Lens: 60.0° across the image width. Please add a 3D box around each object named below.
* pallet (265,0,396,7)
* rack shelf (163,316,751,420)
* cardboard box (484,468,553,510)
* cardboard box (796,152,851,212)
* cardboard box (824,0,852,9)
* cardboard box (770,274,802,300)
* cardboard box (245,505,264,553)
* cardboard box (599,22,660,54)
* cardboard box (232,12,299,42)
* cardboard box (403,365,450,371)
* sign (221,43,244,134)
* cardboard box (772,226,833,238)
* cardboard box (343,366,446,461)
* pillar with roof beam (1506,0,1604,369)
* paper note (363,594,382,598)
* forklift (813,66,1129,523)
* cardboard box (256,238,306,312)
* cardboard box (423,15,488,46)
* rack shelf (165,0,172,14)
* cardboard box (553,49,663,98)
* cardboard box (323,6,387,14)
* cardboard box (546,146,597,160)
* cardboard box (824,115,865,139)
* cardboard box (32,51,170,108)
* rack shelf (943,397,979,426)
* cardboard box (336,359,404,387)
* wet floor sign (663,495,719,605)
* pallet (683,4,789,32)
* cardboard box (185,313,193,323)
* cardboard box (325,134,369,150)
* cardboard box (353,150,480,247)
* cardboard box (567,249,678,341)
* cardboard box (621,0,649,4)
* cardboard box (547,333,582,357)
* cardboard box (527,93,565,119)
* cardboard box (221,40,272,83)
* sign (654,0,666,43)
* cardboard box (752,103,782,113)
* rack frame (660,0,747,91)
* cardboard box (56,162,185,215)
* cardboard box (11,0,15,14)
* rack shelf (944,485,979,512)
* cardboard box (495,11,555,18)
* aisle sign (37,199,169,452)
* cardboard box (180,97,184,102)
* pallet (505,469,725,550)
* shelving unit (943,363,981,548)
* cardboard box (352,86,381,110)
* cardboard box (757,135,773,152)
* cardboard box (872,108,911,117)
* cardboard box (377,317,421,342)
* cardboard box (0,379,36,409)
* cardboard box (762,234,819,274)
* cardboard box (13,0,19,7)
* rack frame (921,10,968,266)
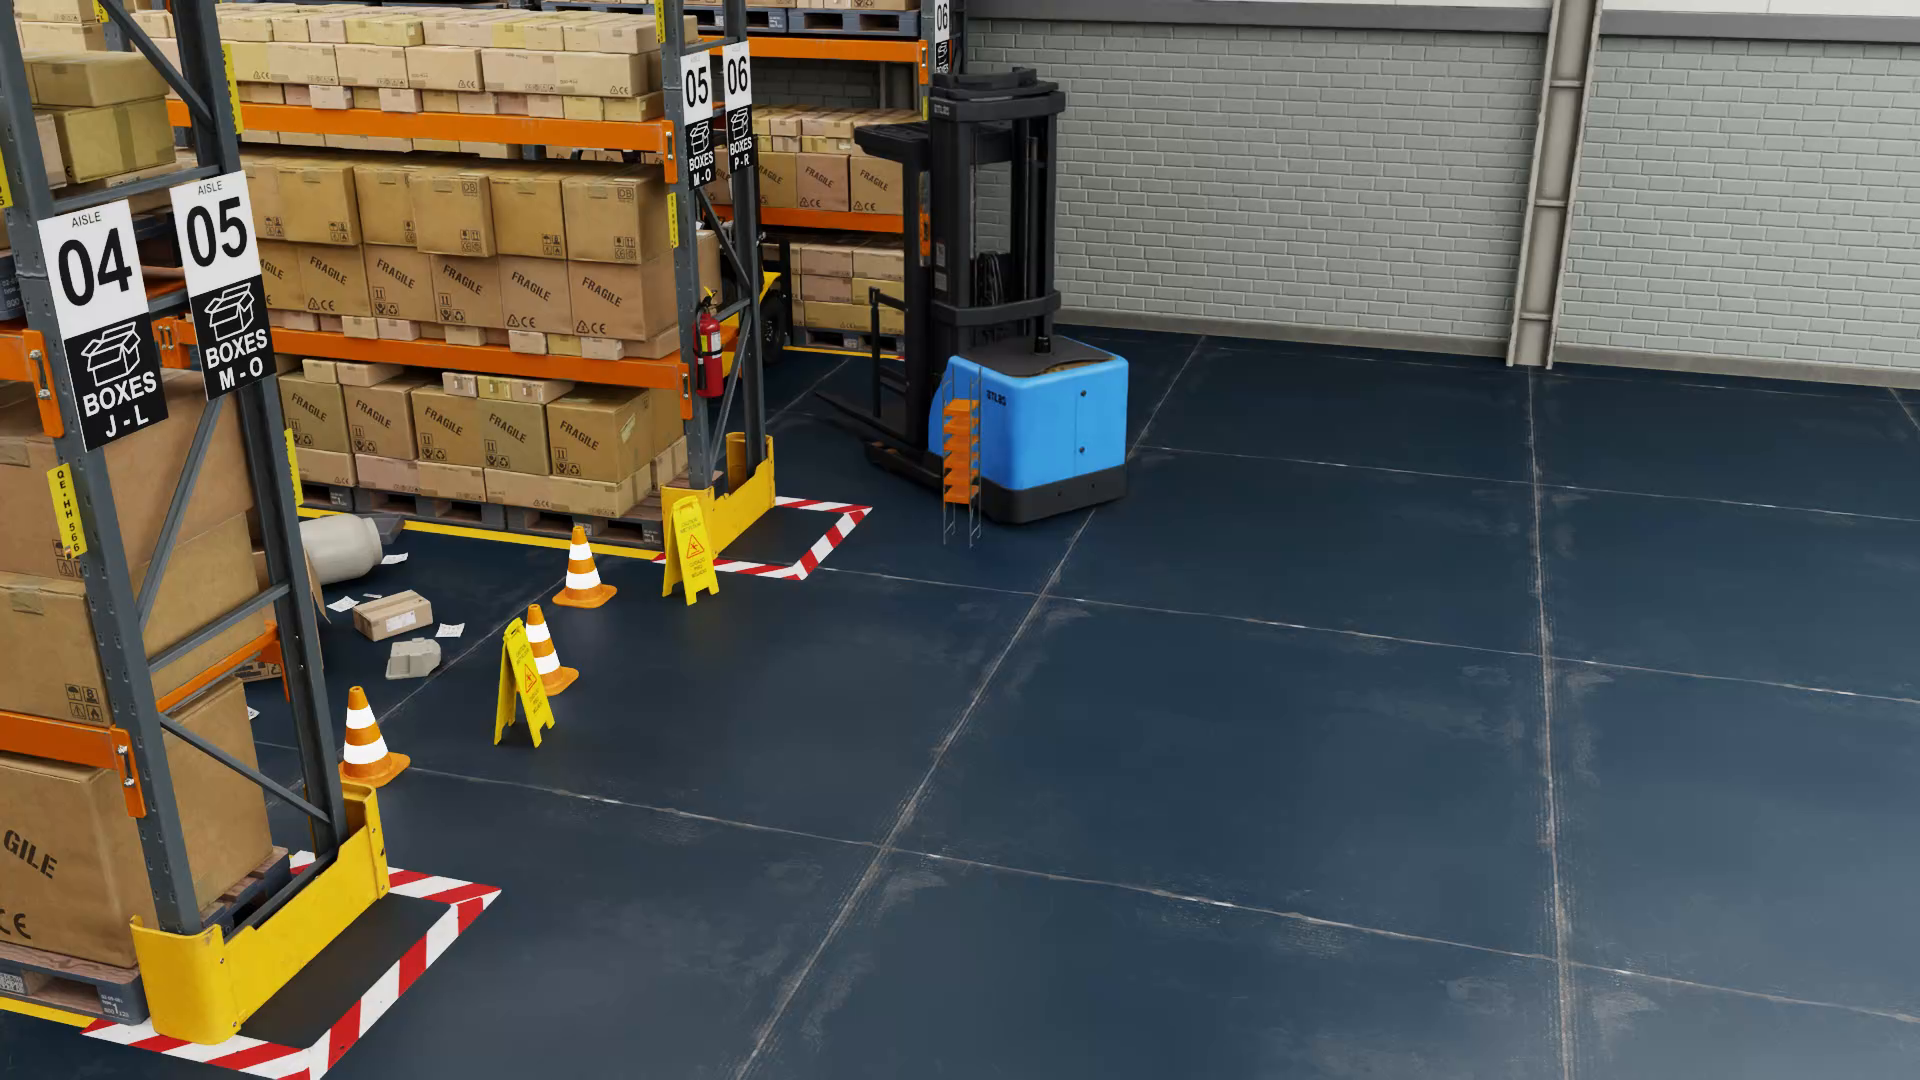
[{"bbox_3d":[-6.045,-5.275,16.474,1.213,0.211,1.003,8,24,18],"label":"pallet"},{"bbox_3d":[-3.478,-1.344,11.542,4.000,0.370,1.077,7,23,16],"label":"rack shelf"},{"bbox_3d":[-2.909,-0.430,11.436,0.500,0.250,0.500,7,23,16],"label":"cardboard box"},{"bbox_3d":[-1.174,-3.326,15.295,0.500,0.500,0.500,7,23,17],"label":"cardboard box"},{"bbox_3d":[-1.014,-4.754,14.600,0.250,0.149,0.380,6,23,14],"label":"cardboard box"},{"bbox_3d":[-1.667,-2.462,15.732,0.500,0.250,0.500,6,23,14],"label":"cardboard box"},{"bbox_3d":[-4.760,-0.129,10.922,0.500,0.500,0.500,-14,26,-30],"label":"cardboard box"},{"bbox_3d":[-1.972,-3.028,10.027,0.250,0.149,0.380,7,23,16],"label":"cardboard box"},{"bbox_3d":[-4.434,-3.295,10.677,0.250,0.149,0.380,6,23,15],"label":"cardboard box"},{"bbox_3d":[-3.773,-1.087,12.049,0.500,0.500,0.500,8,24,18],"label":"cardboard box"},{"bbox_3d":[-2.730,-1.678,6.199,0.005,0.325,0.100,7,23,16],"label":"sign"},{"bbox_3d":[-1.494,-2.880,16.090,0.500,0.250,0.500,6,23,15],"label":"cardboard box"},{"bbox_3d":[-3.894,-0.890,11.570,0.500,0.500,0.500,8,24,18],"label":"cardboard box"},{"bbox_3d":[3.961,-4.219,9.697,0.400,9.000,9.100,7,23,16],"label":"pillar with roof beam"},{"bbox_3d":[-3.676,0.350,10.404,0.123,0.001,0.032,7,23,16],"label":"paper note"},{"bbox_3d":[-0.069,-1.972,12.215,1.130,2.935,3.031,-15,27,-32],"label":"forklift"},{"bbox_3d":[-4.565,-1.884,11.386,0.500,0.500,0.500,6,23,15],"label":"cardboard box"},{"bbox_3d":[-3.161,-3.205,10.460,0.250,0.149,0.380,6,23,14],"label":"cardboard box"},{"bbox_3d":[-4.811,-2.125,6.067,4.000,0.370,1.077,7,23,16],"label":"rack shelf"},{"bbox_3d":[-2.131,-2.872,10.171,0.500,0.250,0.500,6,23,15],"label":"cardboard box"},{"bbox_3d":[-4.024,-3.472,11.111,0.250,0.149,0.380,6,23,14],"label":"cardboard box"},{"bbox_3d":[-3.613,-3.603,15.968,0.500,0.500,0.500,6,23,14],"label":"cardboard box"},{"bbox_3d":[-1.040,-3.743,15.063,0.250,0.149,0.380,7,23,17],"label":"cardboard box"},{"bbox_3d":[-3.124,-1.681,6.059,0.250,0.149,0.380,7,23,16],"label":"cardboard box"},{"bbox_3d":[0.014,-0.845,10.919,0.180,0.103,0.258,7,23,16],"label":"rack shelf"},{"bbox_3d":[-4.052,-1.183,11.428,0.250,0.149,0.380,8,24,19],"label":"cardboard box"},{"bbox_3d":[-1.690,0.041,10.319,0.232,0.644,0.267,16,27,34],"label":"wet floor sign"},{"bbox_3d":[-1.974,-4.828,15.252,1.213,0.211,1.003,7,23,16],"label":"pallet"},{"bbox_3d":[-5.184,-1.629,11.619,0.250,0.149,0.380,6,23,15],"label":"cardboard box"},{"bbox_3d":[-5.967,-3.997,16.600,0.500,0.250,0.500,7,23,16],"label":"cardboard box"},{"bbox_3d":[-3.553,-2.262,10.992,0.500,0.500,0.700,6,23,15],"label":"cardboard box"},{"bbox_3d":[-2.162,-1.601,10.696,0.500,0.500,0.500,6,23,15],"label":"cardboard box"},{"bbox_3d":[-2.885,-4.968,15.123,0.250,0.149,0.380,7,23,17],"label":"cardboard box"},{"bbox_3d":[-2.497,-1.328,10.886,0.250,0.149,0.380,6,23,15],"label":"cardboard box"},{"bbox_3d":[-2.478,-2.723,10.335,0.250,0.149,0.380,7,23,17],"label":"cardboard box"},{"bbox_3d":[-4.554,-3.151,10.853,0.500,0.250,0.500,6,23,15],"label":"cardboard box"},{"bbox_3d":[-1.743,-3.055,9.647,0.005,0.325,0.100,7,23,16],"label":"sign"},{"bbox_3d":[-1.865,-4.040,15.787,0.250,0.149,0.380,7,23,16],"label":"cardboard box"},{"bbox_3d":[-1.563,-4.233,9.732,0.127,3.000,1.000,7,23,16],"label":"rack frame"},{"bbox_3d":[-3.132,-1.314,6.214,0.250,0.149,0.380,7,23,16],"label":"cardboard box"},{"bbox_3d":[-6.968,-3.761,11.519,0.500,0.250,0.500,7,23,16],"label":"cardboard box"},{"bbox_3d":[0.014,-0.290,11.146,0.180,0.103,0.258,7,23,16],"label":"rack shelf"},{"bbox_3d":[-2.796,-3.330,10.762,0.250,0.149,0.380,6,23,15],"label":"cardboard box"},{"bbox_3d":[-2.915,-0.734,5.681,0.004,0.787,0.394,7,23,16],"label":"aisle sign"},{"bbox_3d":[-4.931,-2.994,10.996,0.250,0.149,0.380,7,23,16],"label":"cardboard box"},{"bbox_3d":[-2.404,-0.278,11.668,1.213,0.211,1.003,7,23,16],"label":"pallet"},{"bbox_3d":[0.014,-0.554,11.038,0.189,1.200,0.258,7,23,16],"label":"shelving unit"},{"bbox_3d":[-3.687,-2.875,10.704,0.250,0.149,0.380,7,23,16],"label":"cardboard box"},{"bbox_3d":[-1.781,-3.676,15.292,0.250,0.149,0.380,7,23,16],"label":"cardboard box"},{"bbox_3d":[-0.629,-3.912,15.475,0.250,0.149,0.380,7,23,17],"label":"cardboard box"},{"bbox_3d":[-3.713,-1.468,11.226,0.250,0.149,0.380,6,23,15],"label":"cardboard box"},{"bbox_3d":[-3.794,-0.298,6.424,0.550,0.550,0.875,7,23,16],"label":"cardboard box"},{"bbox_3d":[-1.641,-2.689,15.625,0.500,0.250,0.500,7,23,16],"label":"cardboard box"},{"bbox_3d":[-9.314,-5.534,17.055,0.500,0.250,0.500,7,23,16],"label":"cardboard box"},{"bbox_3d":[-0.133,-3.261,15.268,0.127,3.000,1.000,7,23,16],"label":"rack frame"}]
